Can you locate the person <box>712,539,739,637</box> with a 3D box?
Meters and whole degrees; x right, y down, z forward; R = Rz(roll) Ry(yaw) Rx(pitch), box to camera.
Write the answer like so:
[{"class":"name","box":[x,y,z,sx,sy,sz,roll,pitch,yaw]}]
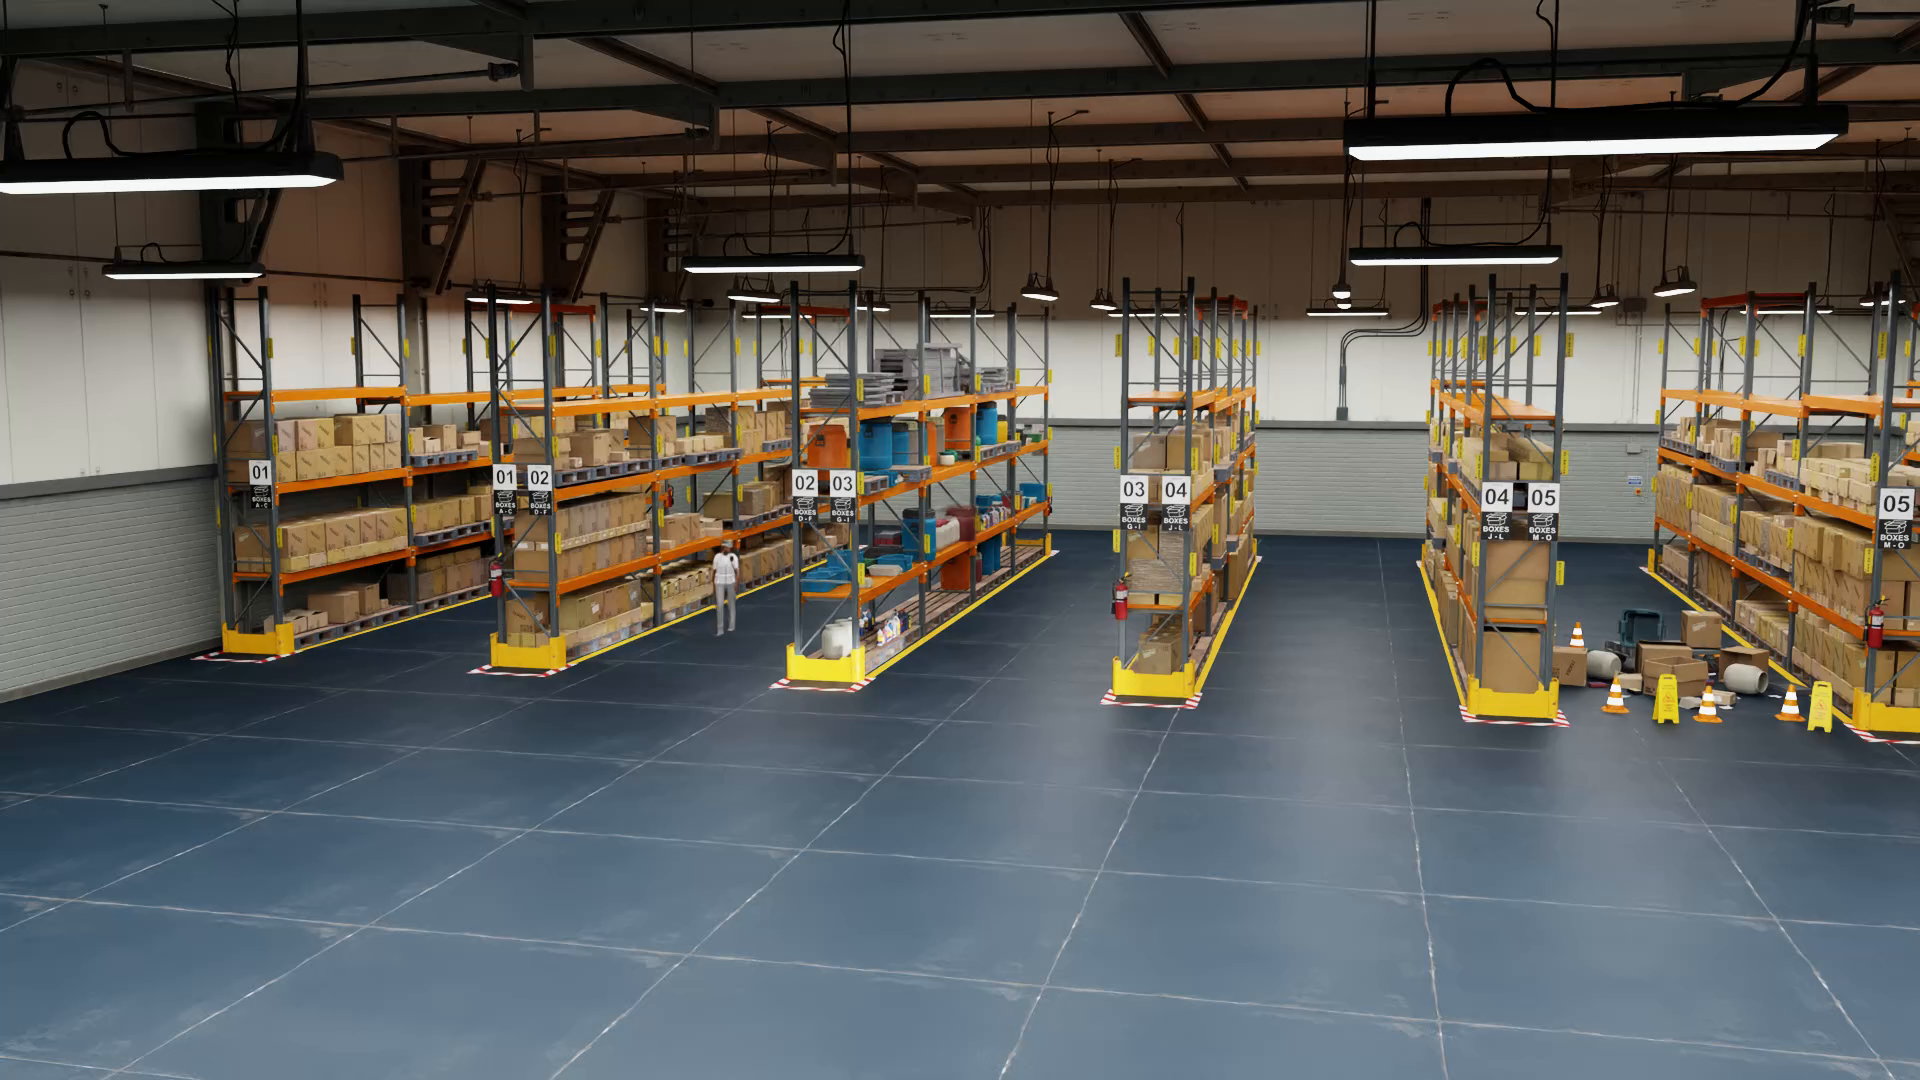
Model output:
[{"class":"person","box":[-4.116,0.831,29.352,0.473,1.665,0.719,-2,7,-13]}]
